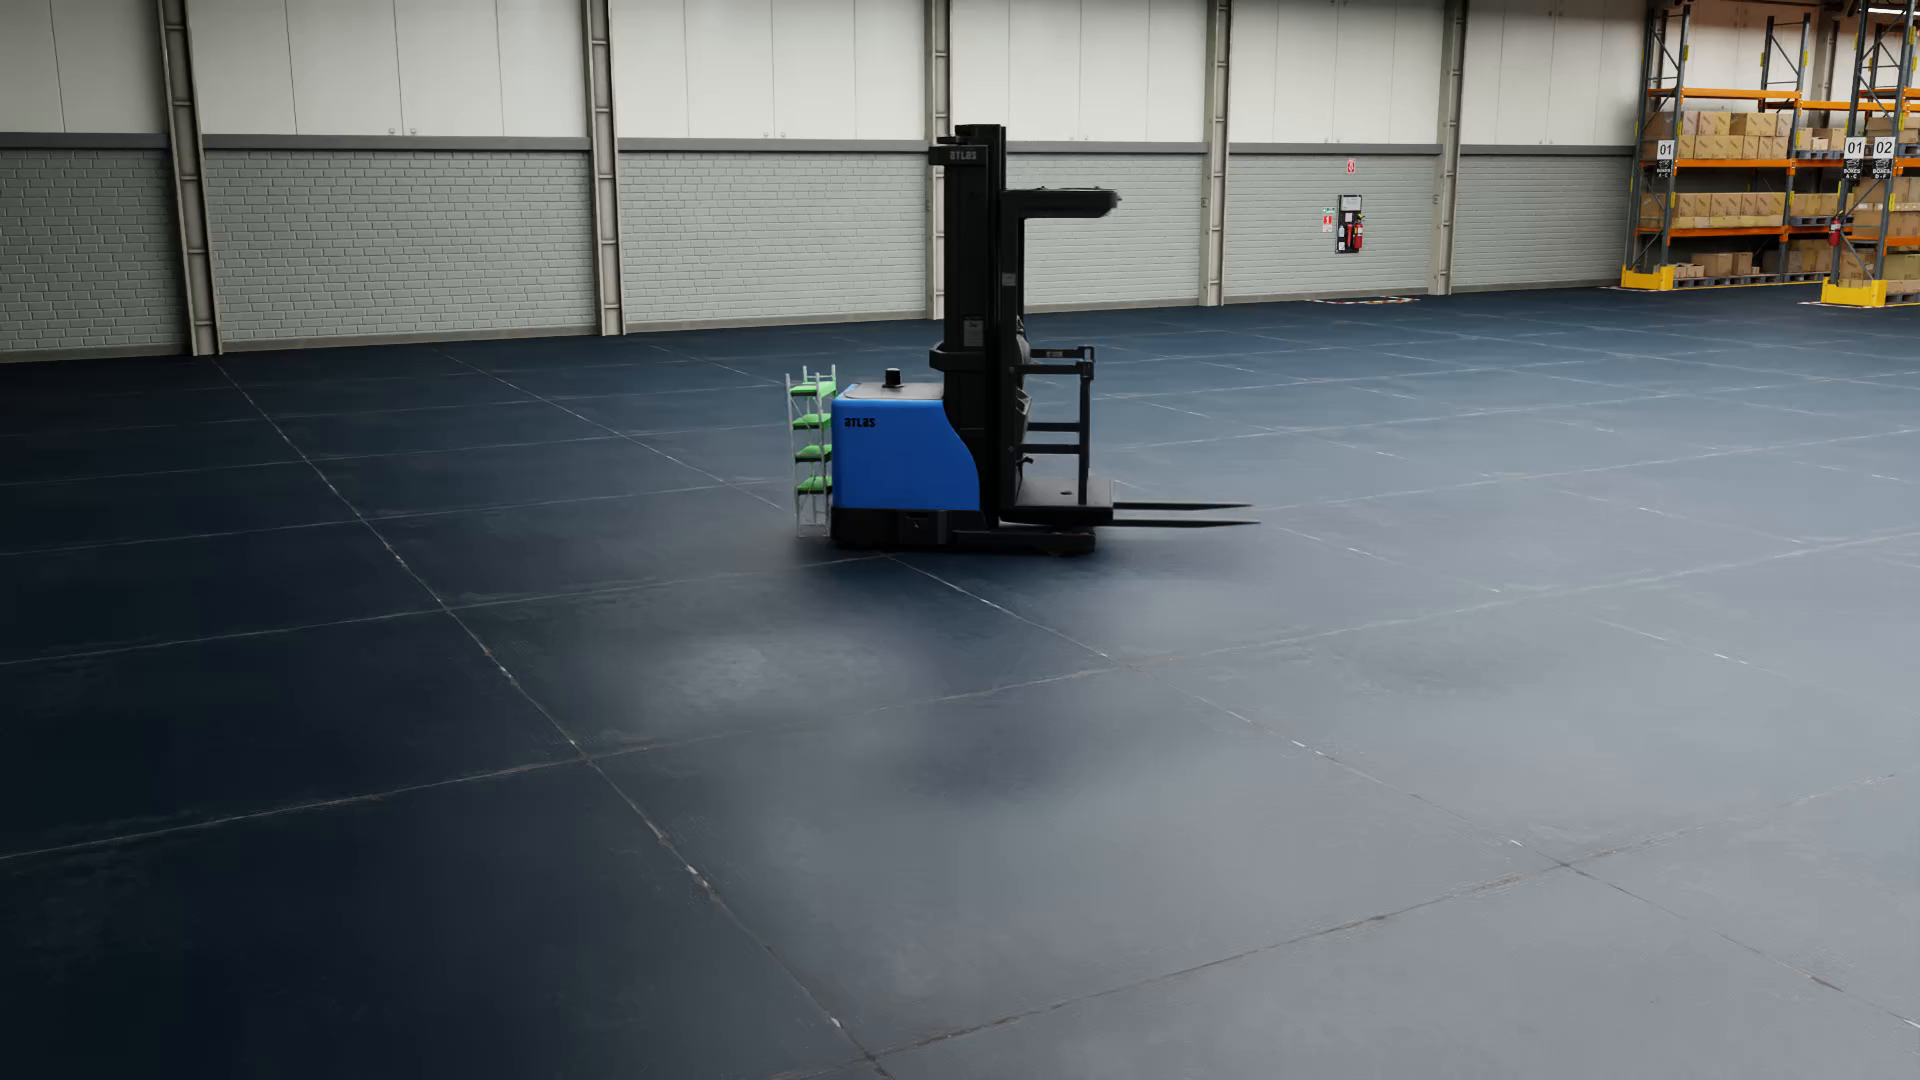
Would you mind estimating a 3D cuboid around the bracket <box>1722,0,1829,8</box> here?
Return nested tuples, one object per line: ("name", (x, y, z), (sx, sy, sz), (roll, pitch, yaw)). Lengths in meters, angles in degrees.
("bracket", (18.225, -12.241, 37.809), (4.783, 0.066, 0.076), (-7, 14, -28))

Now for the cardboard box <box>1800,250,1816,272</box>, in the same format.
("cardboard box", (19.808, -6.632, 39.439), (0.500, 0.500, 0.700), (-7, 15, -29))

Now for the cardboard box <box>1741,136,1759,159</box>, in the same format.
("cardboard box", (17.498, -8.797, 37.263), (0.500, 0.500, 0.500), (-7, 15, -30))

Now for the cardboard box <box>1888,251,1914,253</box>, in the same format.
("cardboard box", (19.245, -5.621, 33.852), (0.500, 0.500, 0.500), (-7, 14, -28))

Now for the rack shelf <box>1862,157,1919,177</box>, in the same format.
("rack shelf", (19.362, -7.440, 33.145), (4.000, 0.370, 1.077), (-7, 14, -28))

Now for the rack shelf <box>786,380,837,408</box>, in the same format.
("rack shelf", (-1.085, -1.070, 12.209), (0.258, 0.148, 0.480), (-1, 12, 10))

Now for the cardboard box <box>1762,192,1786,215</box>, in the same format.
("cardboard box", (18.474, -7.686, 38.016), (0.500, 0.500, 0.500), (-7, 14, -28))

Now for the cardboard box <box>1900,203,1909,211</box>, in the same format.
("cardboard box", (18.285, -6.511, 32.503), (0.250, 0.149, 0.380), (-7, 15, -29))

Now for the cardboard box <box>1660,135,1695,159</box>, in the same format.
("cardboard box", (15.643, -8.581, 36.300), (0.500, 0.500, 0.500), (-6, 14, -26))

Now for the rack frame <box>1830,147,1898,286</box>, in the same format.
("rack frame", (17.606, -6.118, 32.460), (0.127, 3.000, 1.000), (-7, 14, -28))

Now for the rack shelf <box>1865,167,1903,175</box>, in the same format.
("rack shelf", (24.007, -9.236, 41.125), (4.000, 0.370, 1.077), (-7, 14, -28))

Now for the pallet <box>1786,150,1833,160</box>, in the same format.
("pallet", (19.334, -8.909, 38.459), (1.003, 0.211, 1.213), (-7, 14, -28))

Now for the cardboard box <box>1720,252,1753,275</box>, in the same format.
("cardboard box", (17.849, -6.371, 38.277), (0.500, 0.500, 0.500), (-8, 15, -32))

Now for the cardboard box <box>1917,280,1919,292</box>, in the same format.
("cardboard box", (19.060, -5.100, 33.247), (0.500, 0.250, 0.500), (-7, 14, -28))

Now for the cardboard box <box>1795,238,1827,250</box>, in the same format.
("cardboard box", (20.218, -7.037, 39.528), (0.500, 0.250, 0.500), (-7, 15, -29))

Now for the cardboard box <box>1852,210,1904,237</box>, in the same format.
("cardboard box", (18.022, -6.213, 32.657), (0.500, 0.500, 0.700), (-7, 14, -28))

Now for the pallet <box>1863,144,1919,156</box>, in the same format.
("pallet", (18.240, -7.607, 32.449), (1.213, 0.211, 1.003), (-7, 14, -28))

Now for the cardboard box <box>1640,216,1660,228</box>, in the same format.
("cardboard box", (15.547, -7.095, 37.099), (0.500, 0.250, 0.500), (-7, 14, -27))

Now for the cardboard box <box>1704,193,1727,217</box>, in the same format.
("cardboard box", (16.688, -7.470, 37.057), (0.500, 0.500, 0.500), (-7, 15, -30))

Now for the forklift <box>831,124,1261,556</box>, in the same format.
("forklift", (0.628, -1.437, 11.819), (3.031, 2.935, 1.130), (1, 13, 5))

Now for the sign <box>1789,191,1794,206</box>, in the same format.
("sign", (19.007, -7.811, 38.014), (0.005, 0.325, 0.100), (-7, 14, -28))

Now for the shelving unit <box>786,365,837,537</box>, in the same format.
("shelving unit", (-1.063, -0.664, 12.297), (0.258, 1.200, 0.503), (-1, 12, 10))

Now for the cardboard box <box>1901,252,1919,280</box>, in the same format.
("cardboard box", (19.054, -5.468, 33.174), (0.500, 0.500, 0.500), (-7, 14, -28))

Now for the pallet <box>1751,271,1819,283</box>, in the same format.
("pallet", (19.423, -6.214, 39.242), (1.213, 0.211, 1.003), (-7, 14, -28))

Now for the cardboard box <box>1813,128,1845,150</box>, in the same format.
("cardboard box", (20.341, -9.382, 38.948), (0.500, 0.500, 0.500), (-7, 15, -30))

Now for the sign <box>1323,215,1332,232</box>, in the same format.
("sign", (7.441, -6.407, 33.667), (0.234, 0.329, 0.001), (-7, 14, -28))

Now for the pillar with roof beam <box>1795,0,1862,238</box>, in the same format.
("pillar with roof beam", (22.759, -10.041, 36.228), (0.548, 9.000, 9.100), (-7, 14, -28))

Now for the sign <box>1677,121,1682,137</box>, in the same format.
("sign", (15.490, -8.857, 35.811), (0.005, 0.325, 0.100), (-7, 14, -28))

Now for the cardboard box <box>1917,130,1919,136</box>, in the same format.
("cardboard box", (18.979, -8.041, 33.103), (0.500, 0.311, 0.500), (-5, 14, -21))

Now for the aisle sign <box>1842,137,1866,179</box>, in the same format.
("aisle sign", (17.408, -7.436, 32.396), (0.004, 0.787, 0.394), (-7, 14, -28))

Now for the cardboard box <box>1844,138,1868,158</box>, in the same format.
("cardboard box", (21.069, -9.318, 39.571), (0.637, 0.503, 0.797), (-5, 14, -20))

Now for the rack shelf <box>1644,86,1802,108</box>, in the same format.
("rack shelf", (16.985, -9.856, 37.056), (4.000, 0.370, 1.077), (-7, 14, -28))

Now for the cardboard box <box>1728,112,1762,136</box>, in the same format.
("cardboard box", (17.501, -9.281, 37.133), (0.500, 0.500, 0.500), (-7, 15, -30))

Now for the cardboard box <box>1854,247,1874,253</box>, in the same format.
("cardboard box", (21.645, -6.823, 40.285), (0.500, 0.500, 0.700), (-7, 14, -27))

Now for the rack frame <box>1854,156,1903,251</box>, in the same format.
("rack frame", (22.252, -7.913, 40.440), (0.127, 3.000, 1.000), (-7, 14, -28))

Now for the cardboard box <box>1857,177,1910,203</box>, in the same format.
("cardboard box", (18.069, -6.851, 32.539), (0.500, 0.500, 0.700), (-7, 14, -28))

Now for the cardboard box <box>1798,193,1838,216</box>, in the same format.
("cardboard box", (20.261, -7.936, 39.309), (0.500, 0.500, 0.700), (-5, 14, -20))

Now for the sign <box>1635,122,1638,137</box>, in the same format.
("sign", (14.981, -9.076, 36.759), (0.005, 0.325, 0.100), (-7, 14, -28))

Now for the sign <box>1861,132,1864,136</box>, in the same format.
("sign", (21.993, -9.775, 40.524), (0.005, 0.325, 0.100), (-7, 14, -28))

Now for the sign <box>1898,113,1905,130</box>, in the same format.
("sign", (17.867, -7.938, 31.548), (0.005, 0.325, 0.100), (-7, 14, -28))

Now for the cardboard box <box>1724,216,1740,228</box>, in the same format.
("cardboard box", (17.154, -7.161, 37.393), (0.500, 0.250, 0.500), (-7, 14, -27))

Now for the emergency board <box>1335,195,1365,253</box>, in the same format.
("emergency board", (7.976, -6.428, 33.841), (0.643, 1.169, 0.194), (-7, 14, -28))

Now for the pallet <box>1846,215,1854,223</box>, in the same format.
("pallet", (21.677, -7.724, 40.037), (1.003, 0.211, 1.213), (-7, 14, -28))

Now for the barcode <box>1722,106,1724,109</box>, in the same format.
("barcode", (17.315, -9.819, 37.751), (0.075, 0.075, 0.001), (-7, 14, -28))

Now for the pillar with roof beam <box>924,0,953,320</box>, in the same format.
("pillar with roof beam", (1.693, -7.516, 25.009), (0.400, 9.000, 9.100), (-7, 14, -28))
